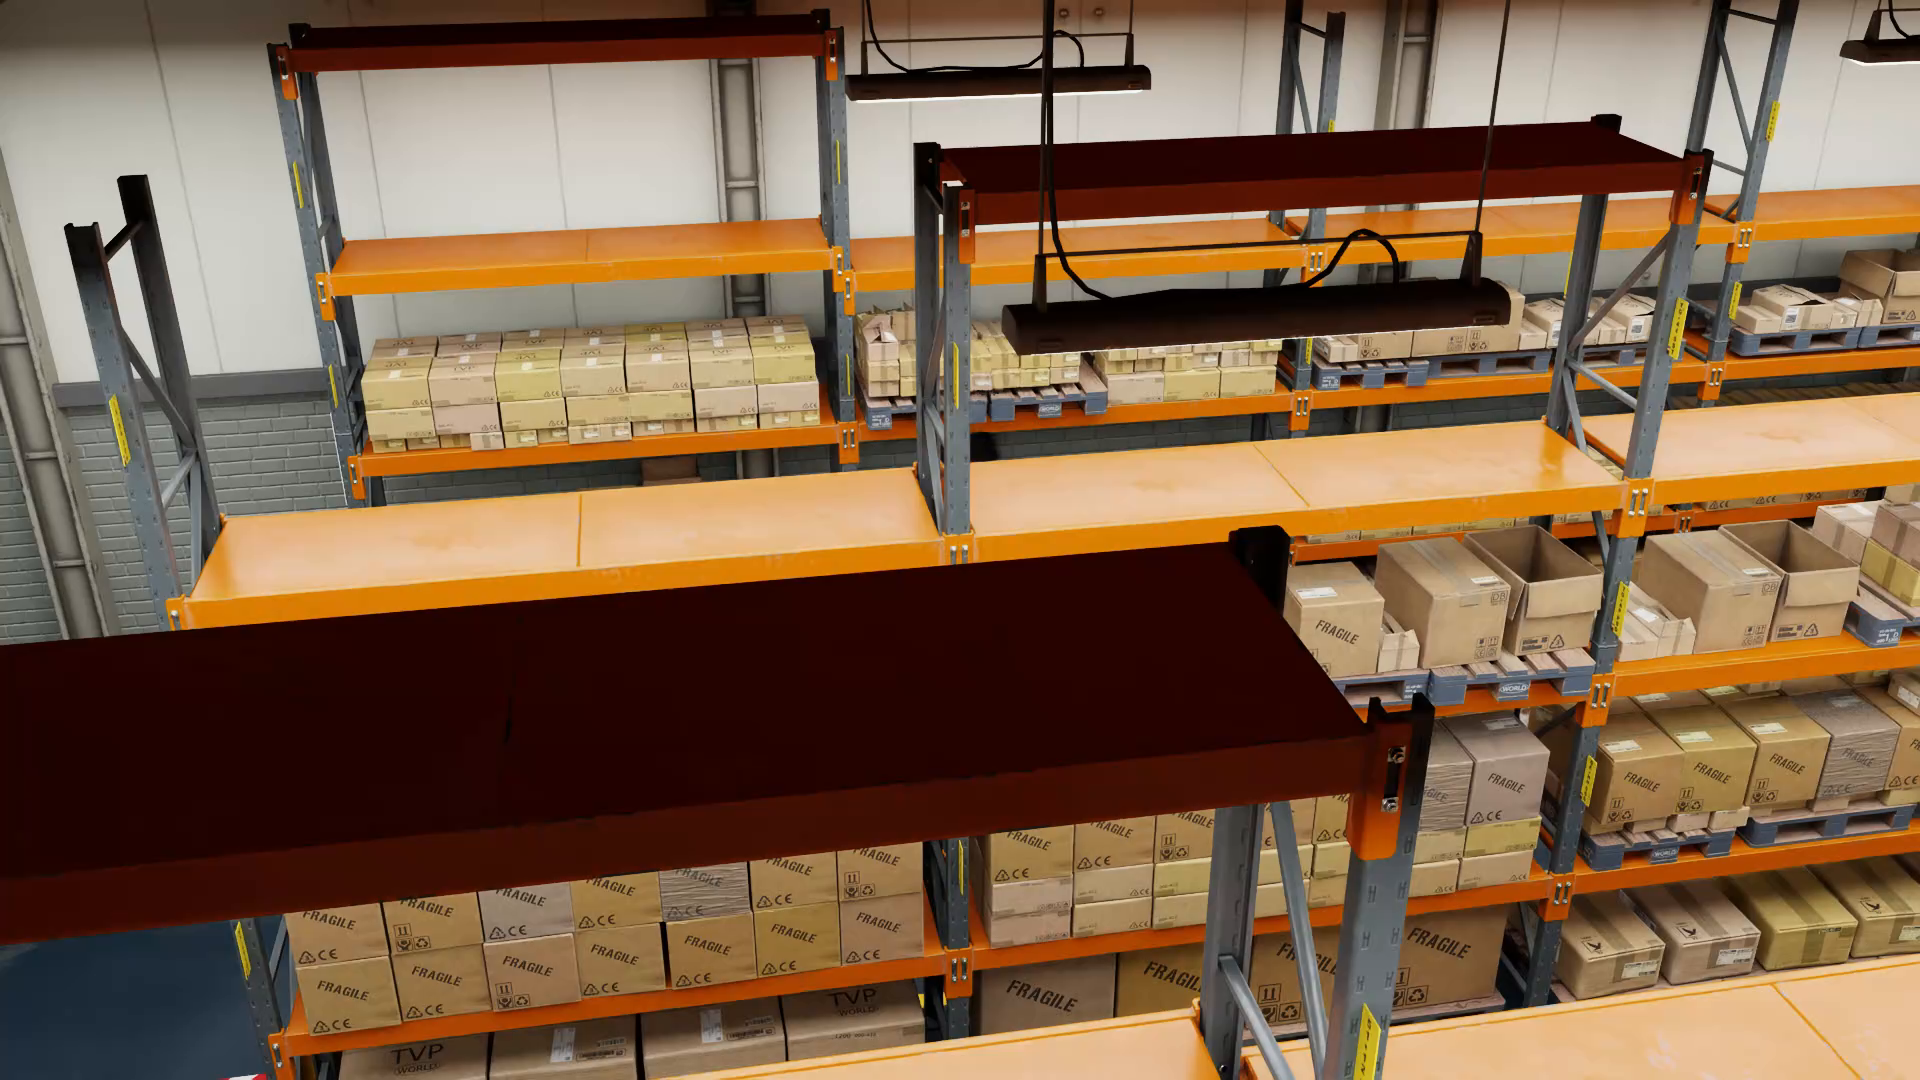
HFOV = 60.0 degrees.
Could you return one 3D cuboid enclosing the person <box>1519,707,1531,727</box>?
[{"bbox_3d":[4.746,1.354,13.515,0.727,1.756,0.711,-4,26,-9],"label":"person"}]
